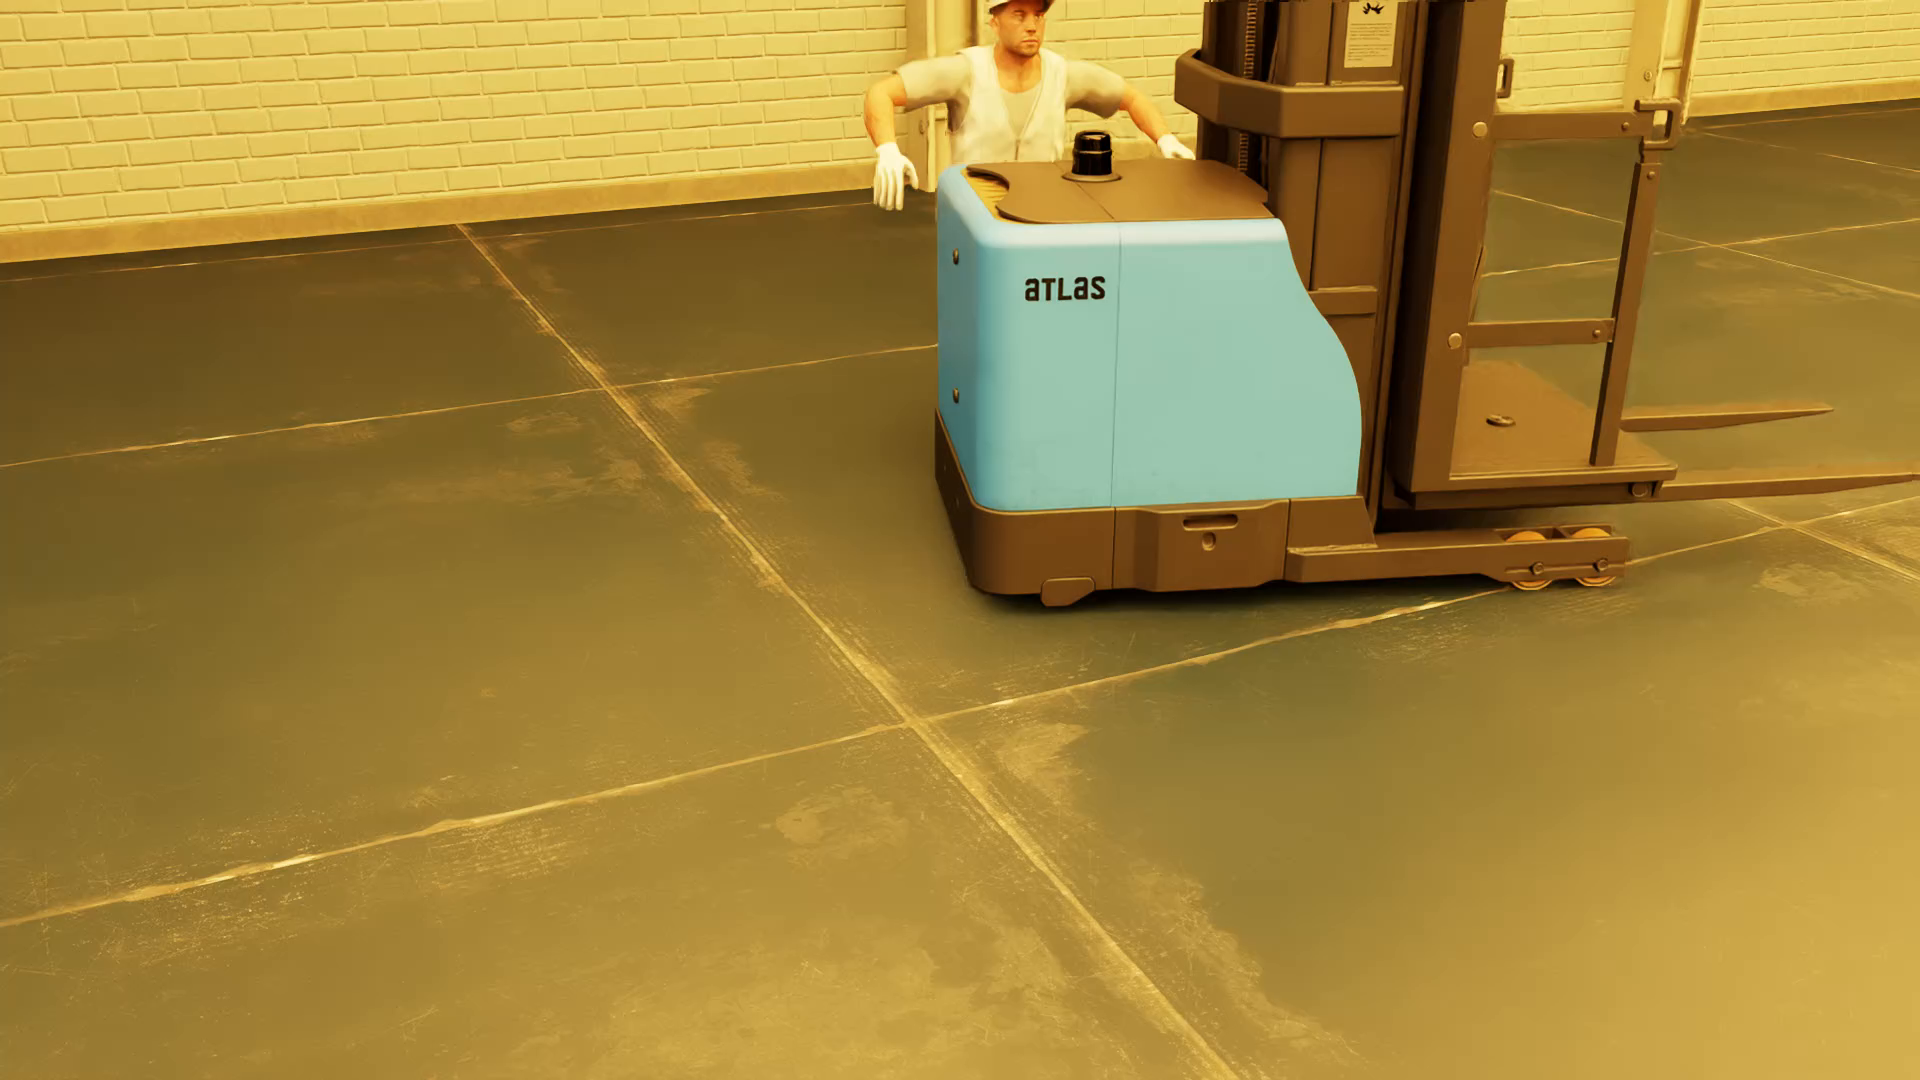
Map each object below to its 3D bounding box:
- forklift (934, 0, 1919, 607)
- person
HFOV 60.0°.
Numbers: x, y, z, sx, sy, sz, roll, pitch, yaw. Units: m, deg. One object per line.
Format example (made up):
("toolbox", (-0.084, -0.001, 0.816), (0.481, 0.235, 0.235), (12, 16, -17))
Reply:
("forklift", (1.476, -1.407, 4.673), (3.031, 2.935, 1.130), (-3, 23, -7))
("person", (0.260, -0.995, 5.400), (1.105, 1.629, 0.829), (-6, 23, -14))
